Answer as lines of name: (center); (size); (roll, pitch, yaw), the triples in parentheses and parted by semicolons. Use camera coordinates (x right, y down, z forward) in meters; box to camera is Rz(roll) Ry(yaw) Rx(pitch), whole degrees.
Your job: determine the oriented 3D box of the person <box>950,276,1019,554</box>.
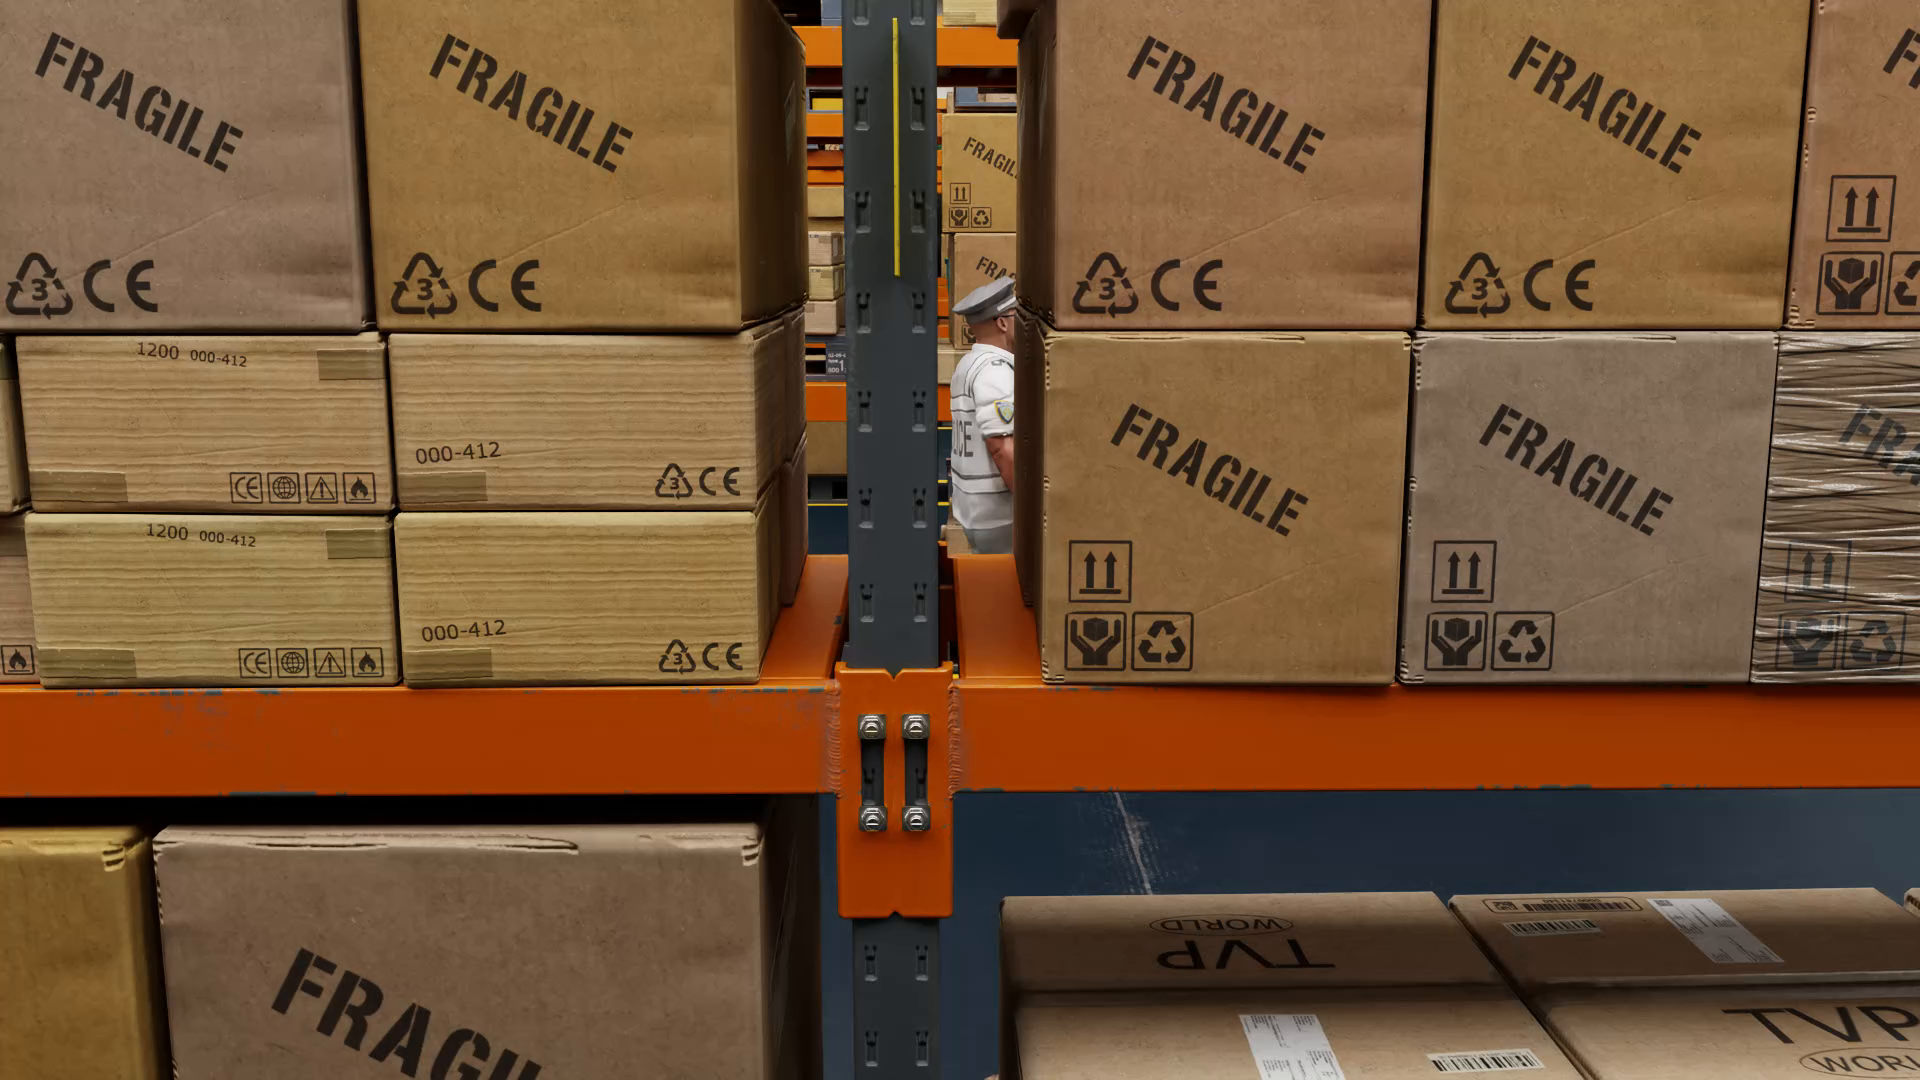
person: (0.260, -0.100, 6.308); (0.575, 1.781, 0.640); (-3, 11, -14)
